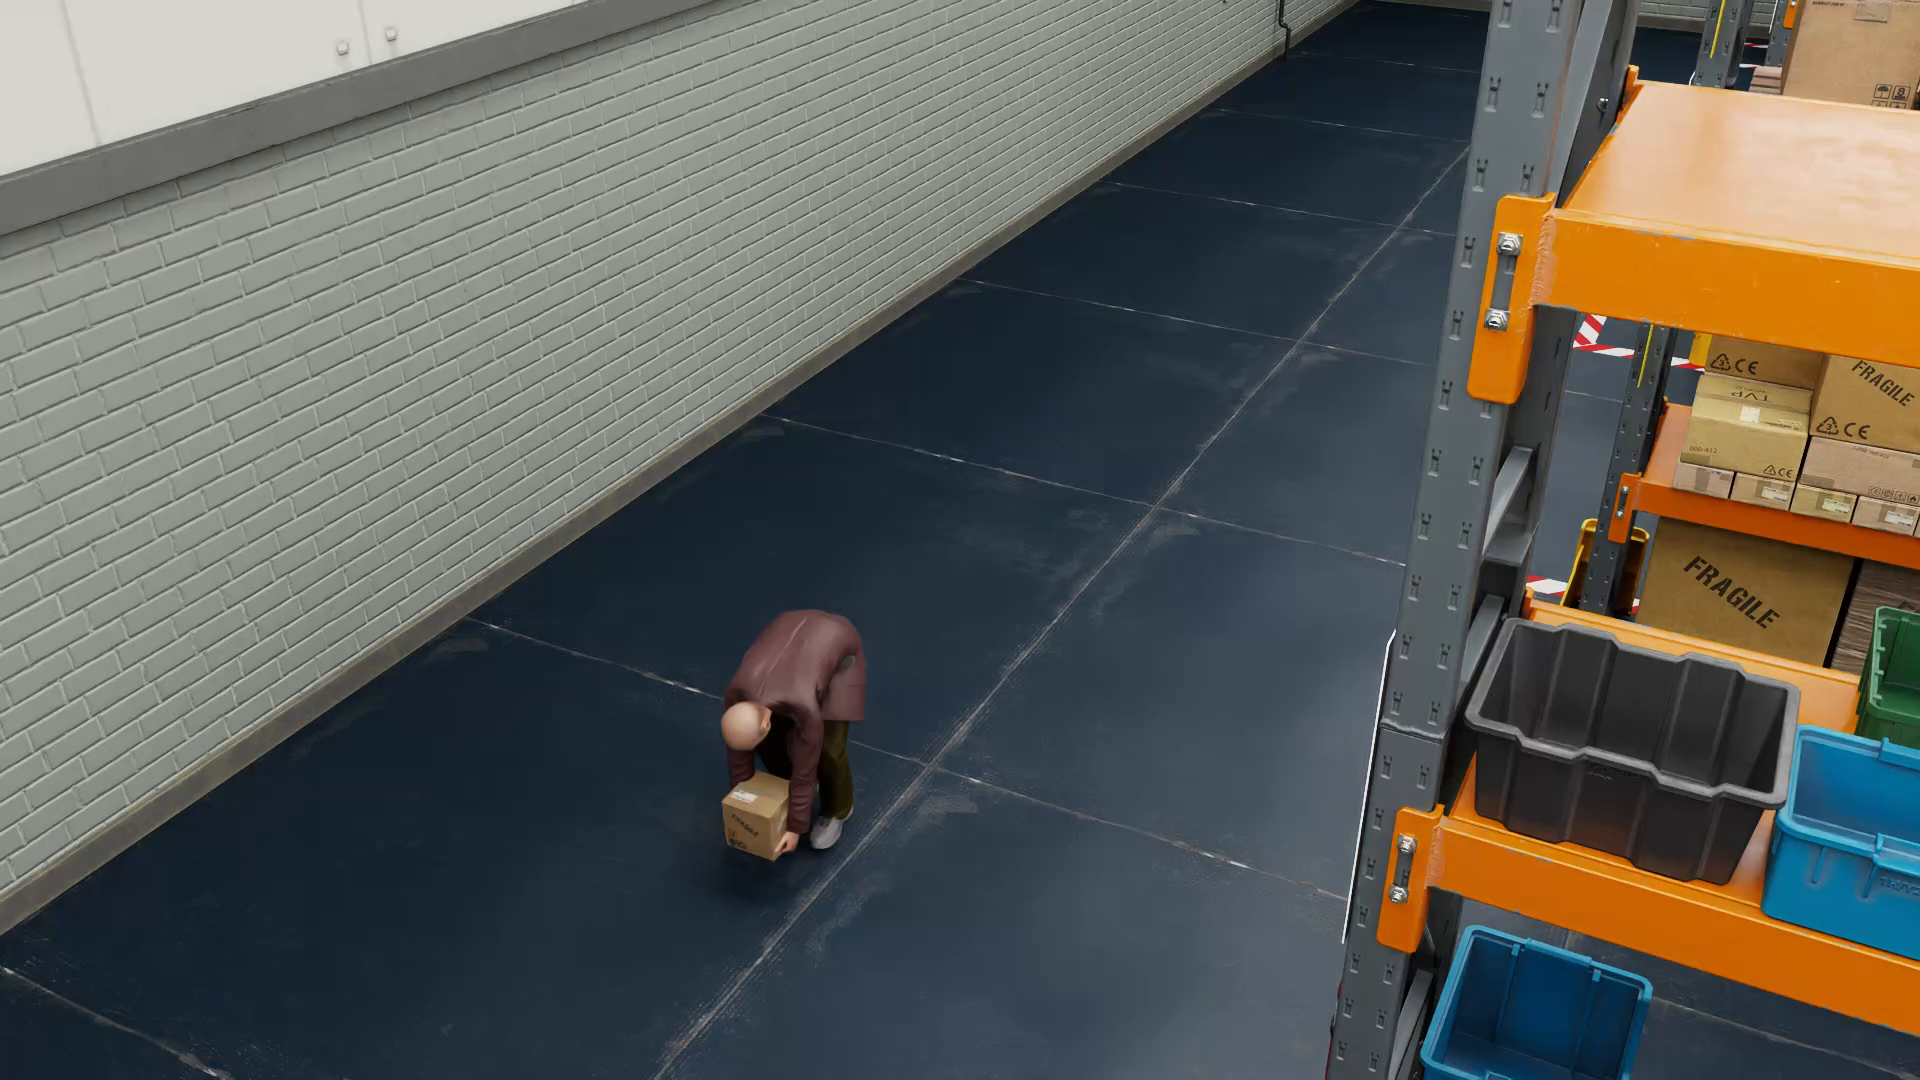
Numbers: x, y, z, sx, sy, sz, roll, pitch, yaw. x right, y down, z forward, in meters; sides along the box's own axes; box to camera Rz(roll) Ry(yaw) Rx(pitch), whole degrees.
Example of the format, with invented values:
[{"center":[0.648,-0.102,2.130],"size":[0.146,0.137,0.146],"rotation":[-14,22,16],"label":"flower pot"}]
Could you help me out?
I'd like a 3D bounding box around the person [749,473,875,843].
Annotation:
[{"center":[-0.668,0.532,7.369],"size":[0.572,1.782,0.479],"rotation":[14,32,23],"label":"person"}]
